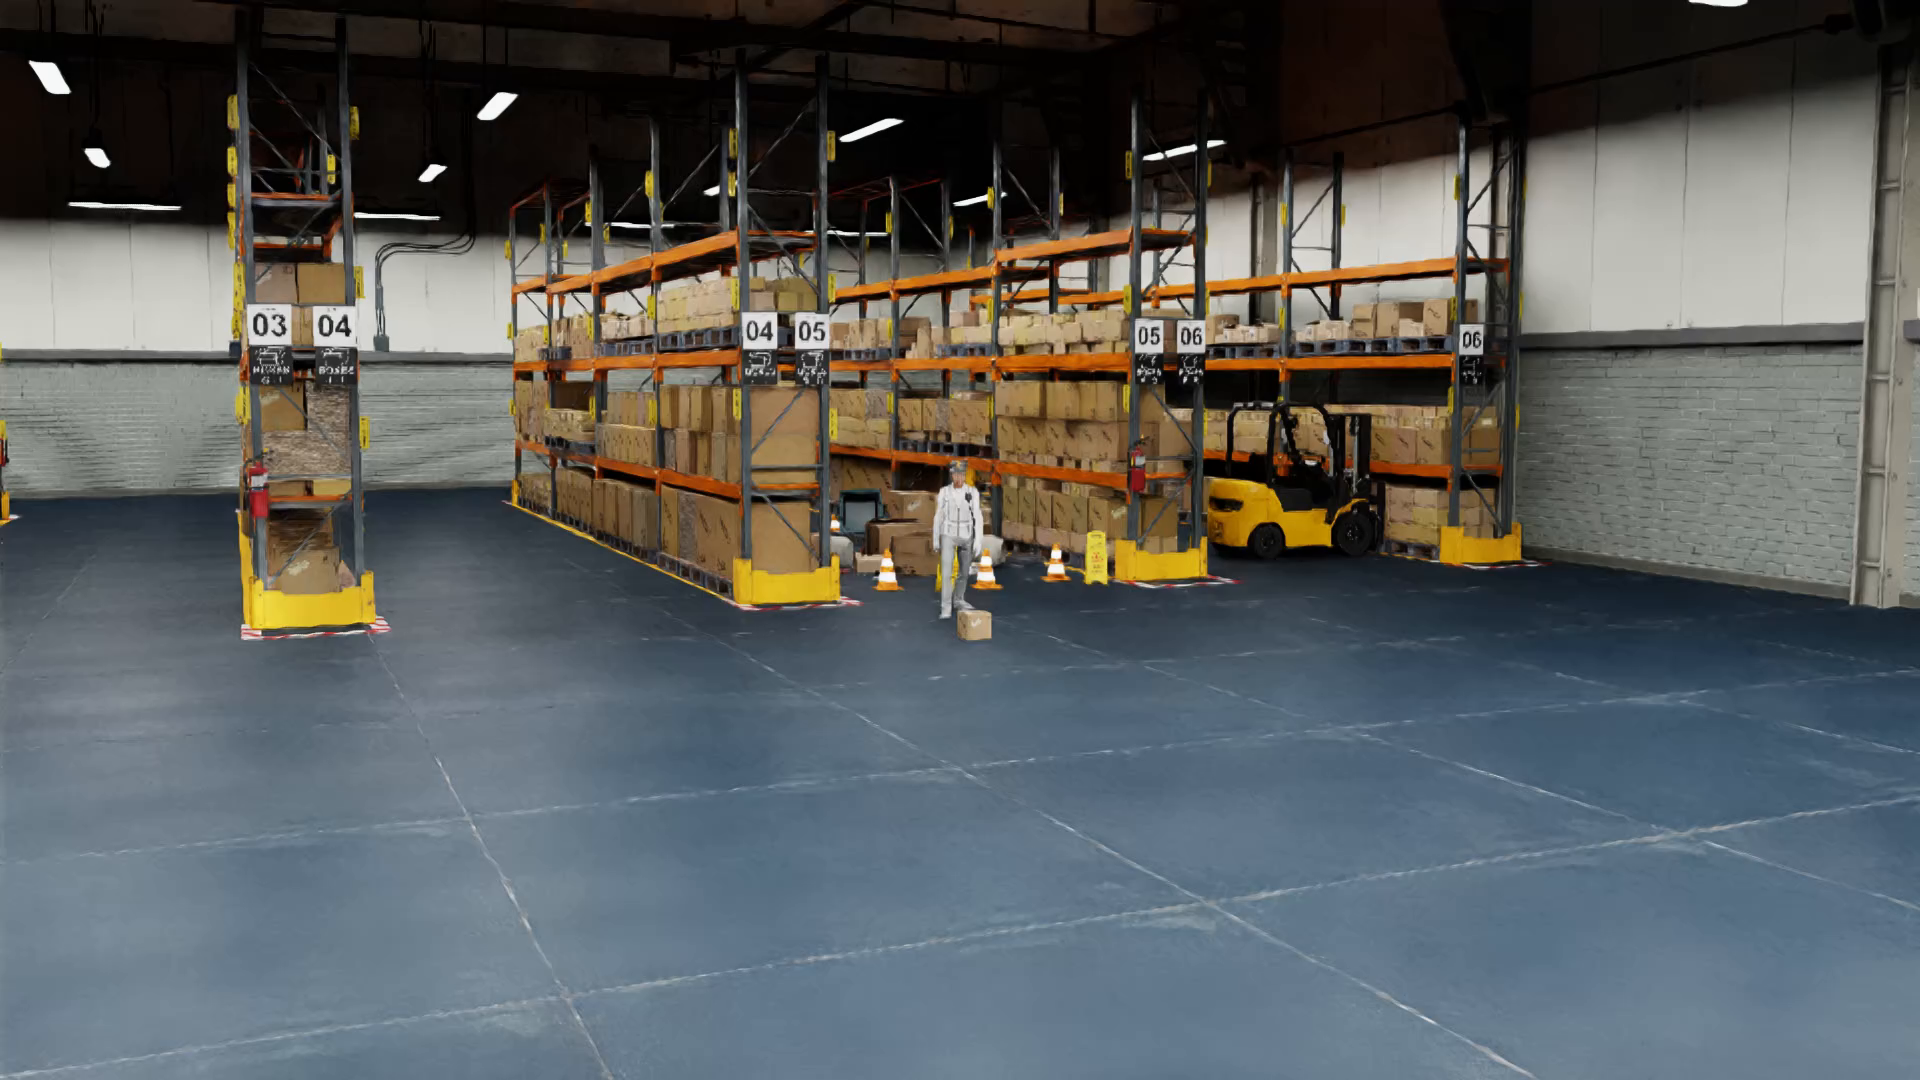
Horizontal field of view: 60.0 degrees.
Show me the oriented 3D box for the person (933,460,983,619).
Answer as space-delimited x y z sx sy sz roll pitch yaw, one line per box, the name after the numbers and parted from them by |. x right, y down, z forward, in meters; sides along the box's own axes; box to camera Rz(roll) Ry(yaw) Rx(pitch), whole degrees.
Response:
-0.019 -0.022 17.256 0.520 1.636 0.923 0 6 -4 | person
